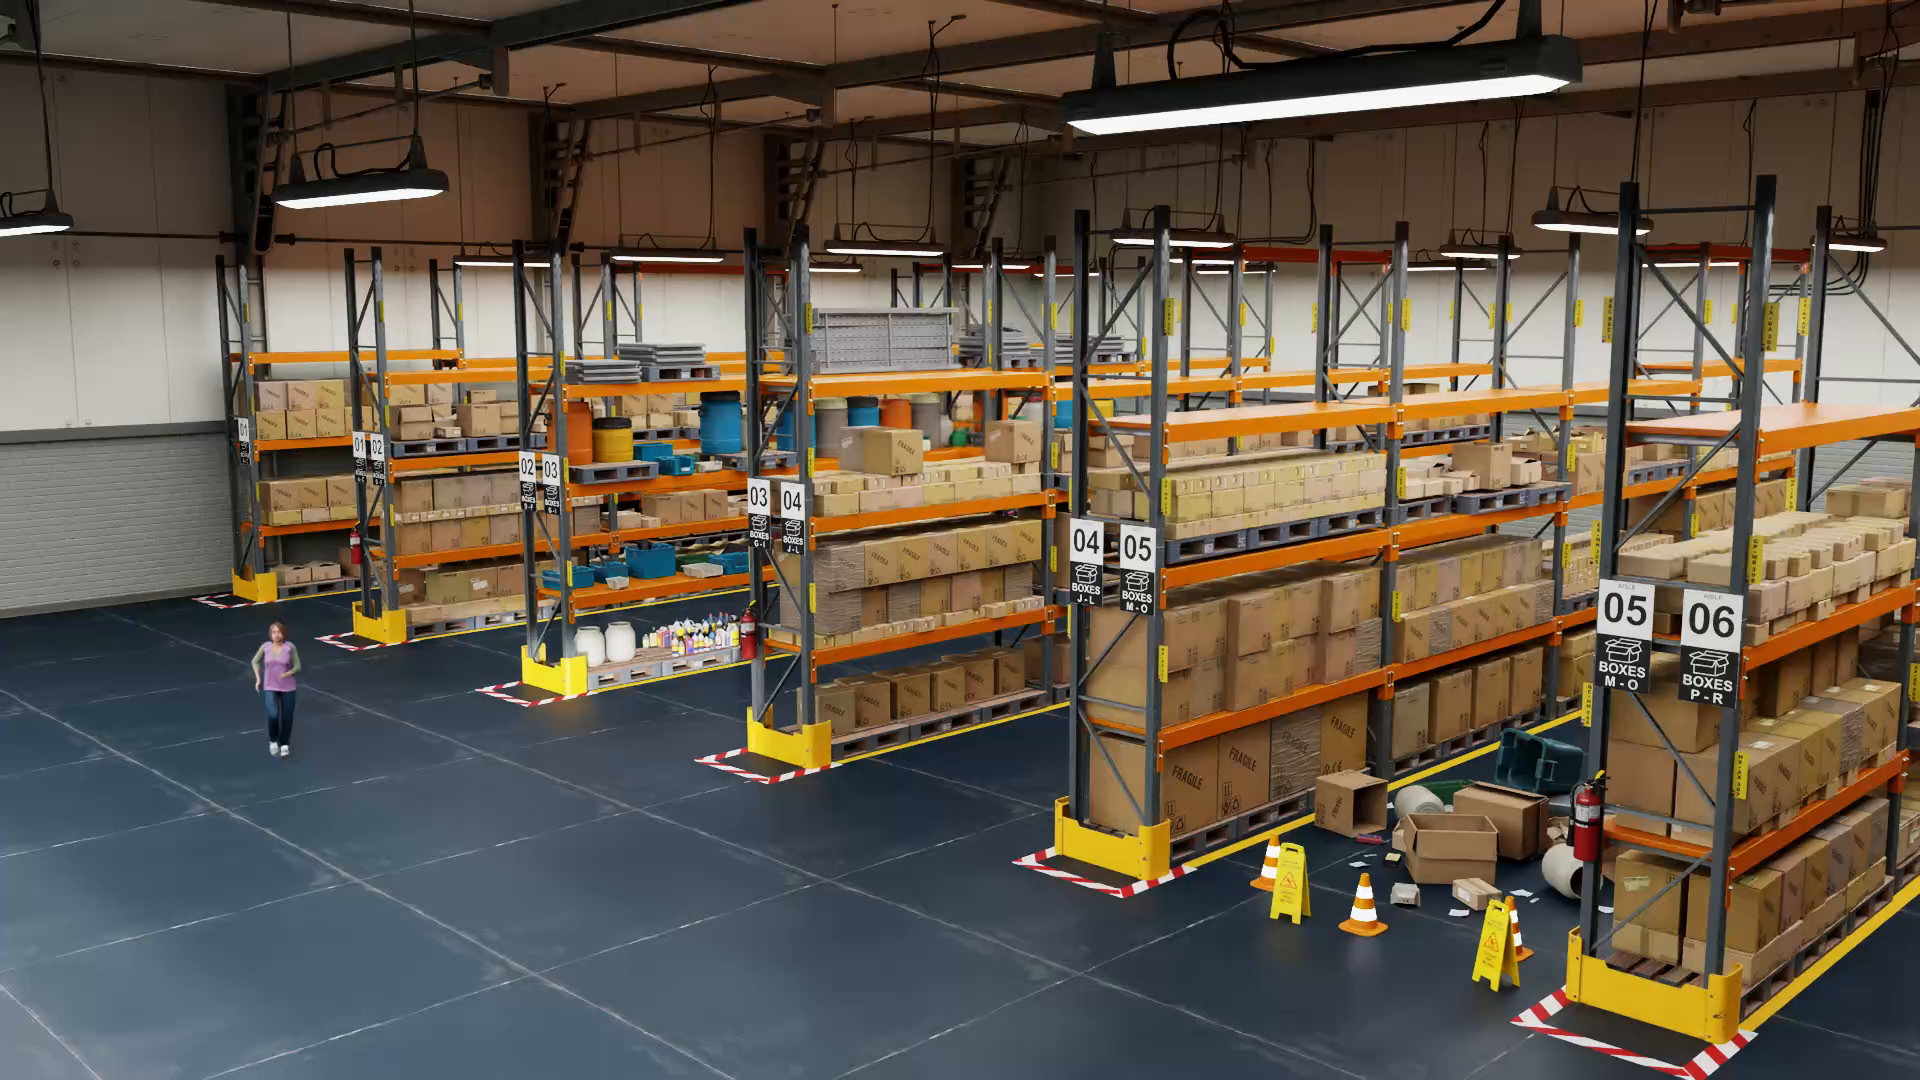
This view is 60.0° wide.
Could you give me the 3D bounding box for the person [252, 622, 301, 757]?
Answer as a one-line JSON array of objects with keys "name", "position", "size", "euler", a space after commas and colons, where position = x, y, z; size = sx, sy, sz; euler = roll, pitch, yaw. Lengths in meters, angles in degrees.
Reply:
[{"name": "person", "position": [-7.741, 1.713, 18.882], "size": [0.513, 1.566, 0.620], "euler": [-4, 9, -24]}]
